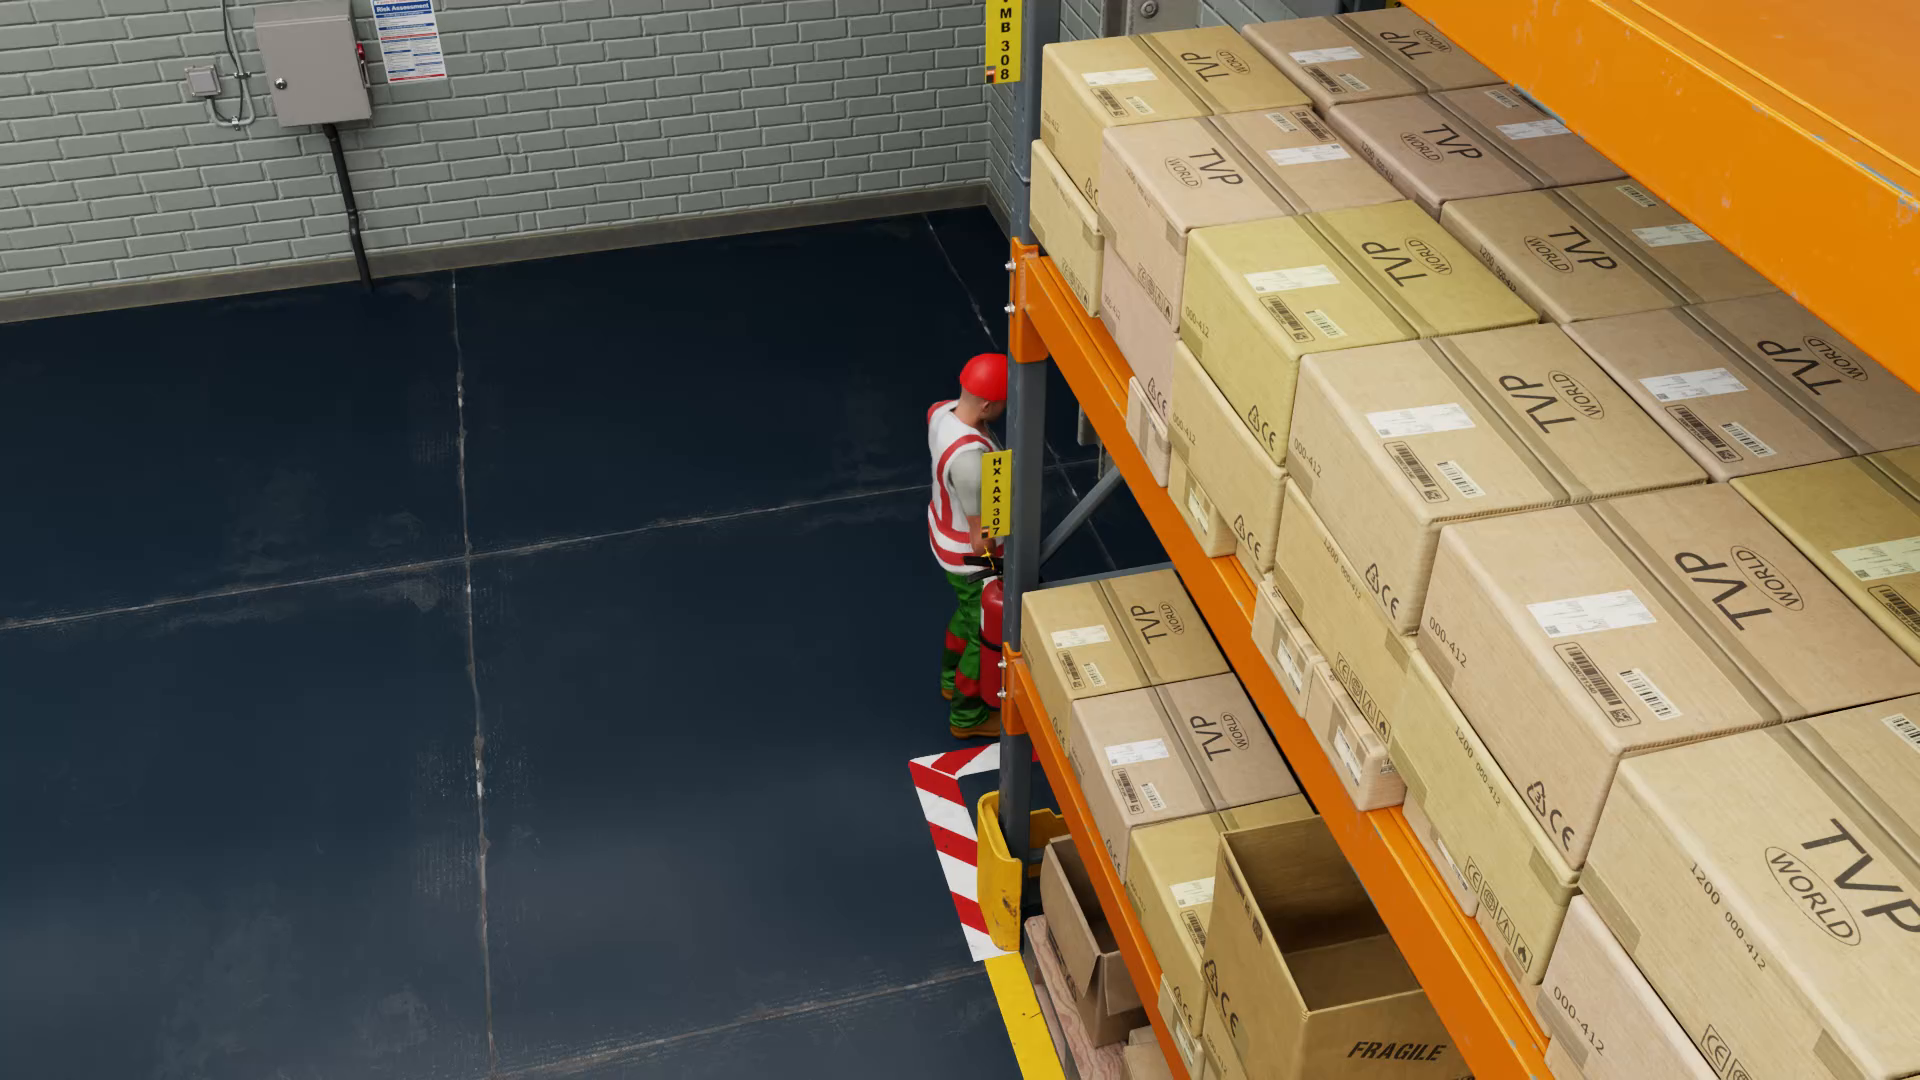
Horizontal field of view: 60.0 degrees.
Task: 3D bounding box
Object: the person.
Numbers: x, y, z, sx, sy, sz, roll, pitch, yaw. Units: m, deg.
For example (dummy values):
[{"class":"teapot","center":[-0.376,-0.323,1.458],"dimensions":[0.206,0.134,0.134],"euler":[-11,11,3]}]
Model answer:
[{"class":"person","center":[0.072,0.019,6.688],"dimensions":[0.388,1.766,0.533],"euler":[-7,38,-9]}]
